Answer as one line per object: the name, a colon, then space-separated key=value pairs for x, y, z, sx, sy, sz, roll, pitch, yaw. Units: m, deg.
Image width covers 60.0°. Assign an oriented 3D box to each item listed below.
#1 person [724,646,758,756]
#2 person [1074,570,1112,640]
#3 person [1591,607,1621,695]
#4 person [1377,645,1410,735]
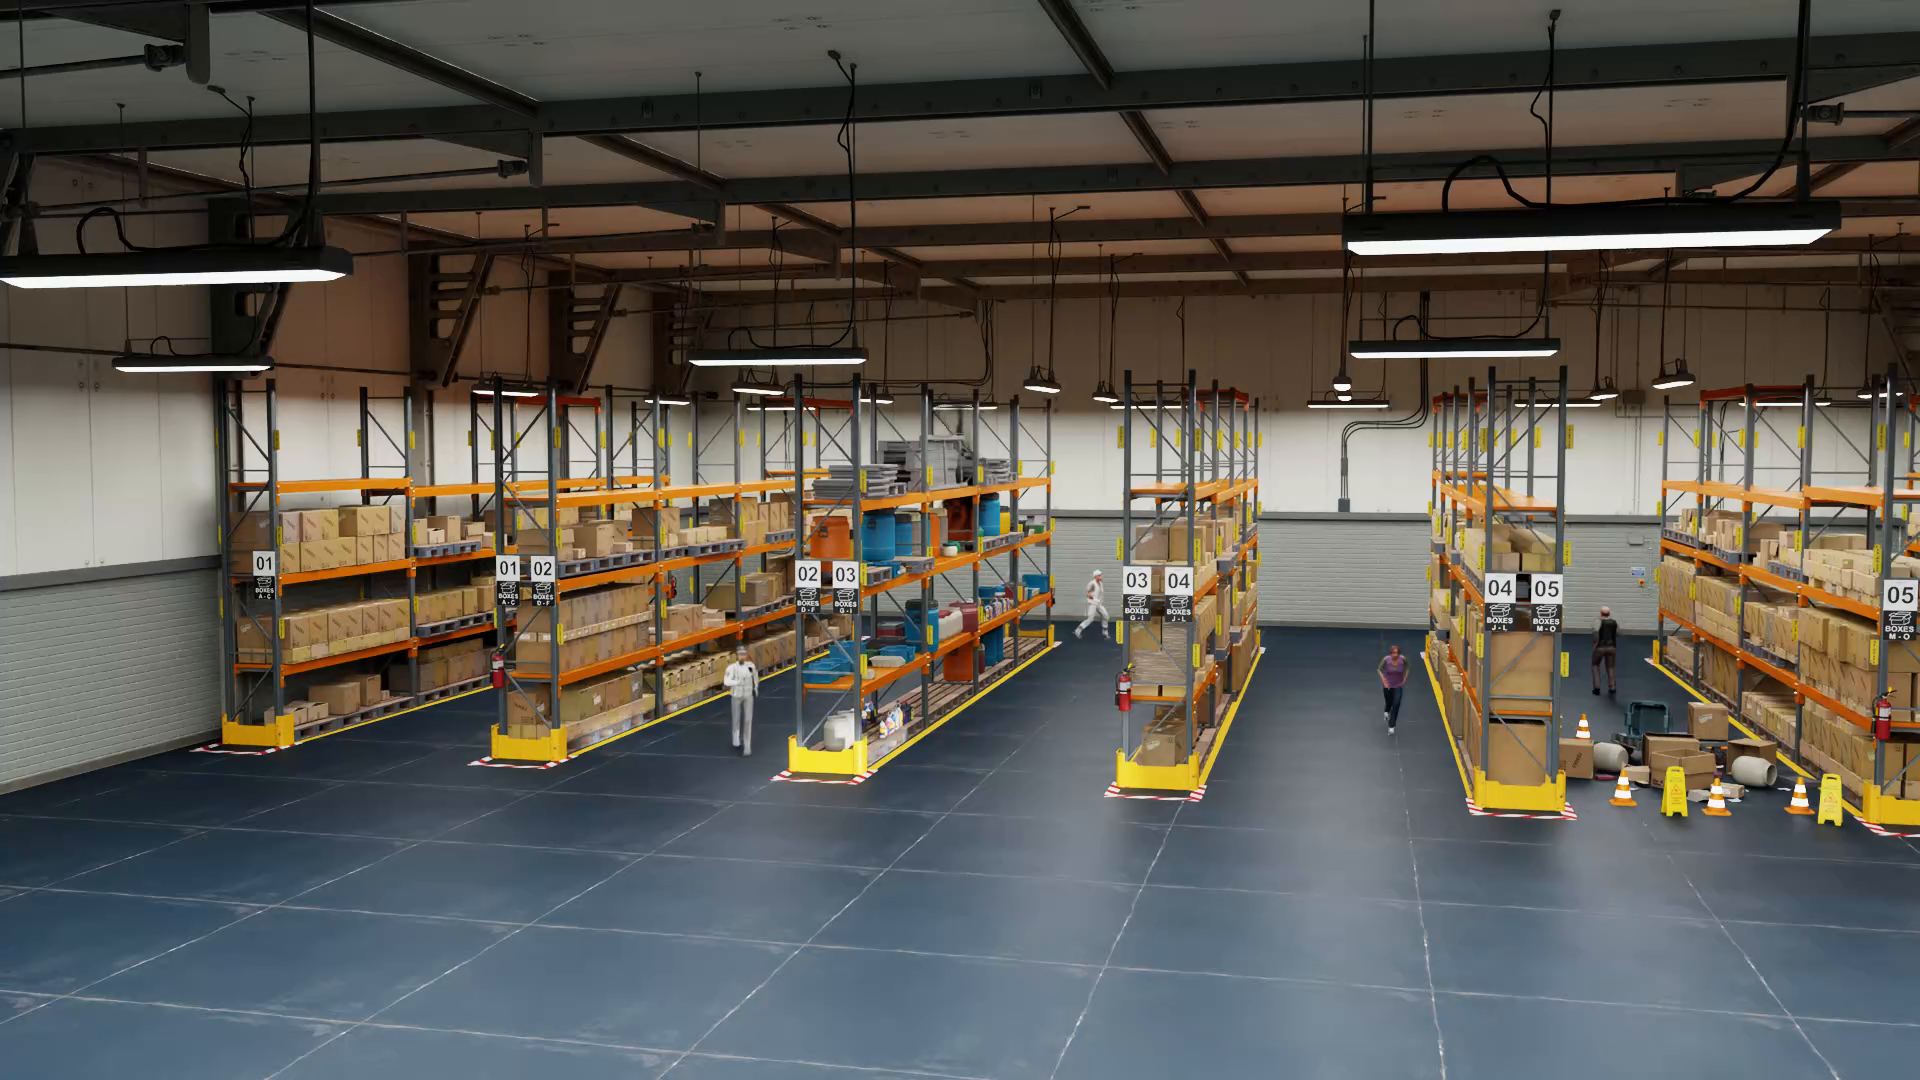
person: x=-3.506 y=2.537 z=26.677 sx=0.589 sy=1.720 sz=0.883 roll=-1 pitch=4 yaw=-15
person: x=3.354 y=1.639 z=41.645 sx=0.766 sy=1.775 sz=0.898 roll=2 pitch=4 yaw=33
person: x=12.643 y=2.193 z=32.580 sx=0.599 sy=1.769 sz=0.831 roll=0 pitch=3 yaw=6
person: x=7.437 y=2.541 z=28.621 sx=0.559 sy=1.548 sz=0.894 roll=0 pitch=3 yaw=3
